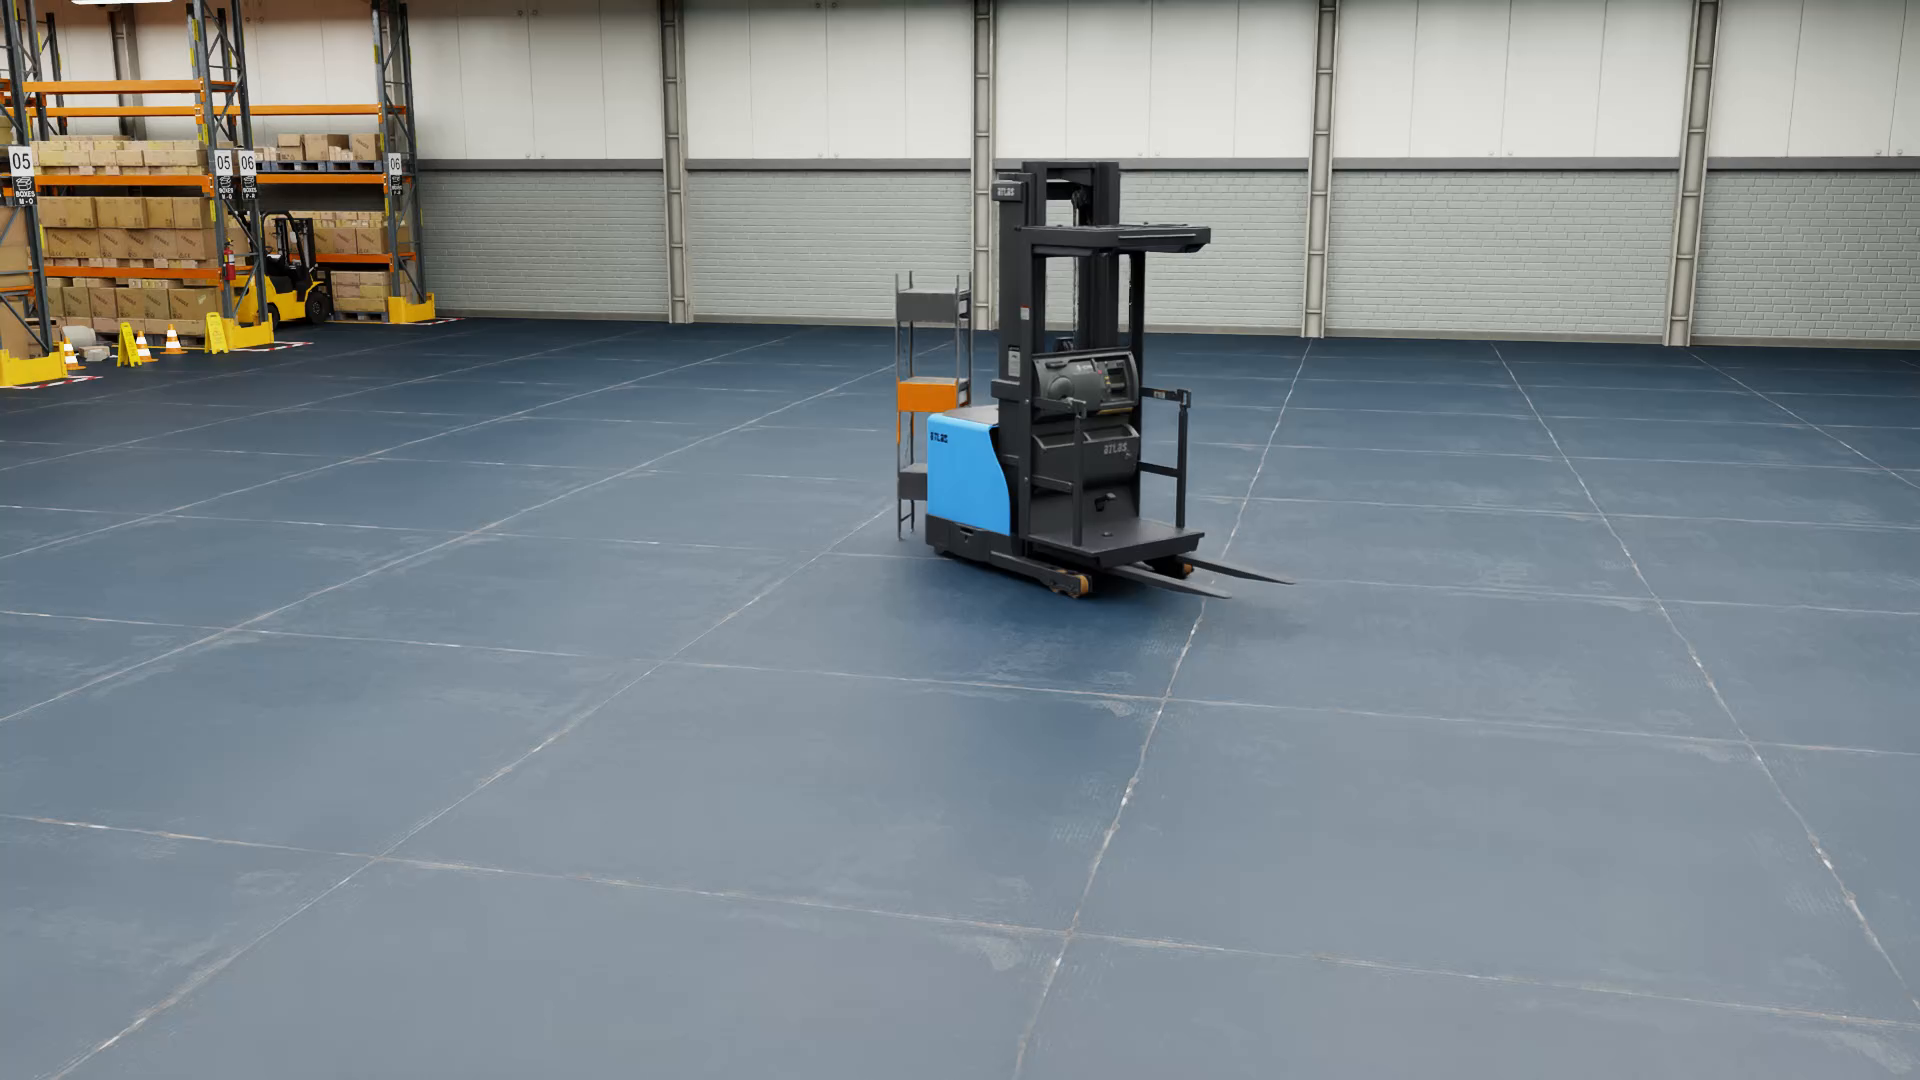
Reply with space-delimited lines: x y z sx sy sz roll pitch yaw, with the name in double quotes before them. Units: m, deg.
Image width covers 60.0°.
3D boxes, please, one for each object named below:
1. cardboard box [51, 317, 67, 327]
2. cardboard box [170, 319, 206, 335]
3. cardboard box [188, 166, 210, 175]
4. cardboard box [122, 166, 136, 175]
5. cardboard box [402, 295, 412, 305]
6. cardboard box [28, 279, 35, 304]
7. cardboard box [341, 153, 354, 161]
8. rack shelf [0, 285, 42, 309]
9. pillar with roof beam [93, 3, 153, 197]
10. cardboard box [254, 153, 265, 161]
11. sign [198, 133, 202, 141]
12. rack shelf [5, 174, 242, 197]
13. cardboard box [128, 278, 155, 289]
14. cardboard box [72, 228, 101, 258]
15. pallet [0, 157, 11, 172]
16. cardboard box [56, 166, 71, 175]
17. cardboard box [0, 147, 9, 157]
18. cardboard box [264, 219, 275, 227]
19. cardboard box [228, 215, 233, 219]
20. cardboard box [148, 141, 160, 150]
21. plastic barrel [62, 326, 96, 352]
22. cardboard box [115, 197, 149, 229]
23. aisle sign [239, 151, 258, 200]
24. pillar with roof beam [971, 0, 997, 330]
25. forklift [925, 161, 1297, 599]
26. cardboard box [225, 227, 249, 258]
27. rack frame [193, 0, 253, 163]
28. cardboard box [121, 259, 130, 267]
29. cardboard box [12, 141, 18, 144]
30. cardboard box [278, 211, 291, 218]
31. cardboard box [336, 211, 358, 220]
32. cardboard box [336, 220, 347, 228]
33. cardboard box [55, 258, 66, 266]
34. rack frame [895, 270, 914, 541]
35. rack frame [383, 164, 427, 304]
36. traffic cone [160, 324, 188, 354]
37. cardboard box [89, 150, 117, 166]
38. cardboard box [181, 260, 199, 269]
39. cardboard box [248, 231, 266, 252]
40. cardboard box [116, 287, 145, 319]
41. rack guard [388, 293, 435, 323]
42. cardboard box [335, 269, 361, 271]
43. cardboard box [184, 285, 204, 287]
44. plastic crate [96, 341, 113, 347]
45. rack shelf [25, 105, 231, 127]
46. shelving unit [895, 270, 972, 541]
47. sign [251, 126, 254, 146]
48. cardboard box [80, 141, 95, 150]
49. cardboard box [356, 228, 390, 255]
"cardboard box" -15.327 -3.711 28.415 0.500 0.250 0.500 2 13 11
"cardboard box" -12.824 -3.578 27.813 0.500 0.250 0.500 3 13 13
"cardboard box" -12.365 -6.030 27.141 0.250 0.149 0.380 3 13 14
"cardboard box" -13.601 -6.102 27.467 0.250 0.149 0.380 3 13 12
"cardboard box" -11.196 -4.702 32.879 0.500 0.250 0.500 3 13 14
"cardboard box" -18.995 -5.149 34.318 0.500 0.500 0.500 3 13 15
"cardboard box" -11.643 -7.347 31.878 0.250 0.149 0.380 3 13 12
"rack shelf" -14.981 -3.435 23.451 4.000 0.370 1.077 3 13 14
"pillar with roof beam" -18.082 -8.333 30.016 0.548 9.000 9.100 3 13 14
"cardboard box" -13.540 -7.448 32.335 0.250 0.149 0.380 3 13 15
"sign" -14.770 -7.736 32.330 0.005 0.325 0.100 3 13 14
"rack shelf" -13.893 -5.945 27.841 4.000 0.370 1.077 3 13 14
"cardboard box" -13.663 -4.293 27.809 0.250 0.149 0.380 4 13 16
"cardboard box" -14.497 -4.999 27.921 0.500 0.500 0.500 3 13 13
"pallet" -13.762 -5.140 22.753 1.213 0.211 1.003 3 13 14
"cardboard box" -14.849 -6.174 27.789 0.250 0.149 0.380 3 13 15
"cardboard box" -13.295 -5.363 22.935 0.250 0.149 0.380 3 13 14
"cardboard box" -13.415 -6.210 32.572 0.250 0.149 0.380 3 13 13
"cardboard box" -14.411 -6.412 32.793 0.250 0.149 0.380 3 13 15
"cardboard box" -13.078 -6.470 27.283 0.250 0.149 0.380 3 13 14
"plastic barrel" -14.319 -3.259 26.948 0.512 0.421 0.421 -9 15 -35
"cardboard box" -13.509 -5.424 27.529 0.500 0.500 0.700 3 13 13
"aisle sign" -11.817 -6.059 27.618 0.004 0.787 0.394 3 13 14
"pillar with roof beam" -0.607 -7.399 25.806 0.400 9.000 9.100 3 13 14
"forklift" 1.032 -1.151 11.653 1.130 2.935 3.031 -9 16 -37
"cardboard box" -12.345 -5.005 27.951 0.500 0.500 0.500 3 13 13
"rack frame" -11.951 -7.657 26.971 0.127 3.000 1.000 3 13 14
"cardboard box" -13.845 -4.664 27.908 0.250 0.149 0.380 3 13 14
"cardboard box" -15.607 -6.582 27.789 0.250 0.149 0.380 3 13 13
"cardboard box" -13.141 -6.362 32.566 0.250 0.149 0.380 3 13 13
"cardboard box" -11.895 -6.300 32.289 0.250 0.149 0.380 3 13 14
"cardboard box" -11.900 -6.146 32.280 0.250 0.149 0.380 3 13 13
"cardboard box" -15.083 -4.720 28.162 0.250 0.149 0.380 3 13 13
"rack frame" -0.437 -1.062 13.173 0.015 2.100 0.400 3 13 15
"rack frame" -10.766 -5.772 32.326 0.127 3.000 1.000 3 13 14
"traffic cone" -12.678 -3.241 26.773 0.334 0.463 0.336 3 13 14
"cardboard box" -13.996 -6.313 27.495 0.500 0.250 0.500 3 13 14
"cardboard box" -12.638 -4.570 27.487 0.250 0.149 0.380 3 13 13
"cardboard box" -13.771 -5.927 32.793 0.500 0.500 0.500 3 13 15
"cardboard box" -13.787 -3.998 27.975 0.500 0.500 0.500 3 13 12
"rack guard" -10.742 -4.551 32.591 0.348 0.500 1.175 3 13 14
"cardboard box" -12.156 -5.241 33.003 0.500 0.250 0.500 3 13 13
"cardboard box" -13.200 -4.084 28.366 0.500 0.500 0.500 3 13 11
"plastic crate" -14.507 -3.257 27.728 0.583 0.080 0.402 -1 13 -6
"rack shelf" -16.591 -8.466 33.201 4.000 0.370 1.077 3 13 14
"shelving unit" -0.201 -1.048 13.109 0.503 2.100 0.431 3 13 15
"sign" -11.821 -6.734 27.715 0.005 0.325 0.100 3 13 14
"cardboard box" -14.330 -6.526 27.536 0.250 0.149 0.380 3 13 13
"cardboard box" -11.306 -5.791 32.181 0.500 0.500 0.500 3 13 12
